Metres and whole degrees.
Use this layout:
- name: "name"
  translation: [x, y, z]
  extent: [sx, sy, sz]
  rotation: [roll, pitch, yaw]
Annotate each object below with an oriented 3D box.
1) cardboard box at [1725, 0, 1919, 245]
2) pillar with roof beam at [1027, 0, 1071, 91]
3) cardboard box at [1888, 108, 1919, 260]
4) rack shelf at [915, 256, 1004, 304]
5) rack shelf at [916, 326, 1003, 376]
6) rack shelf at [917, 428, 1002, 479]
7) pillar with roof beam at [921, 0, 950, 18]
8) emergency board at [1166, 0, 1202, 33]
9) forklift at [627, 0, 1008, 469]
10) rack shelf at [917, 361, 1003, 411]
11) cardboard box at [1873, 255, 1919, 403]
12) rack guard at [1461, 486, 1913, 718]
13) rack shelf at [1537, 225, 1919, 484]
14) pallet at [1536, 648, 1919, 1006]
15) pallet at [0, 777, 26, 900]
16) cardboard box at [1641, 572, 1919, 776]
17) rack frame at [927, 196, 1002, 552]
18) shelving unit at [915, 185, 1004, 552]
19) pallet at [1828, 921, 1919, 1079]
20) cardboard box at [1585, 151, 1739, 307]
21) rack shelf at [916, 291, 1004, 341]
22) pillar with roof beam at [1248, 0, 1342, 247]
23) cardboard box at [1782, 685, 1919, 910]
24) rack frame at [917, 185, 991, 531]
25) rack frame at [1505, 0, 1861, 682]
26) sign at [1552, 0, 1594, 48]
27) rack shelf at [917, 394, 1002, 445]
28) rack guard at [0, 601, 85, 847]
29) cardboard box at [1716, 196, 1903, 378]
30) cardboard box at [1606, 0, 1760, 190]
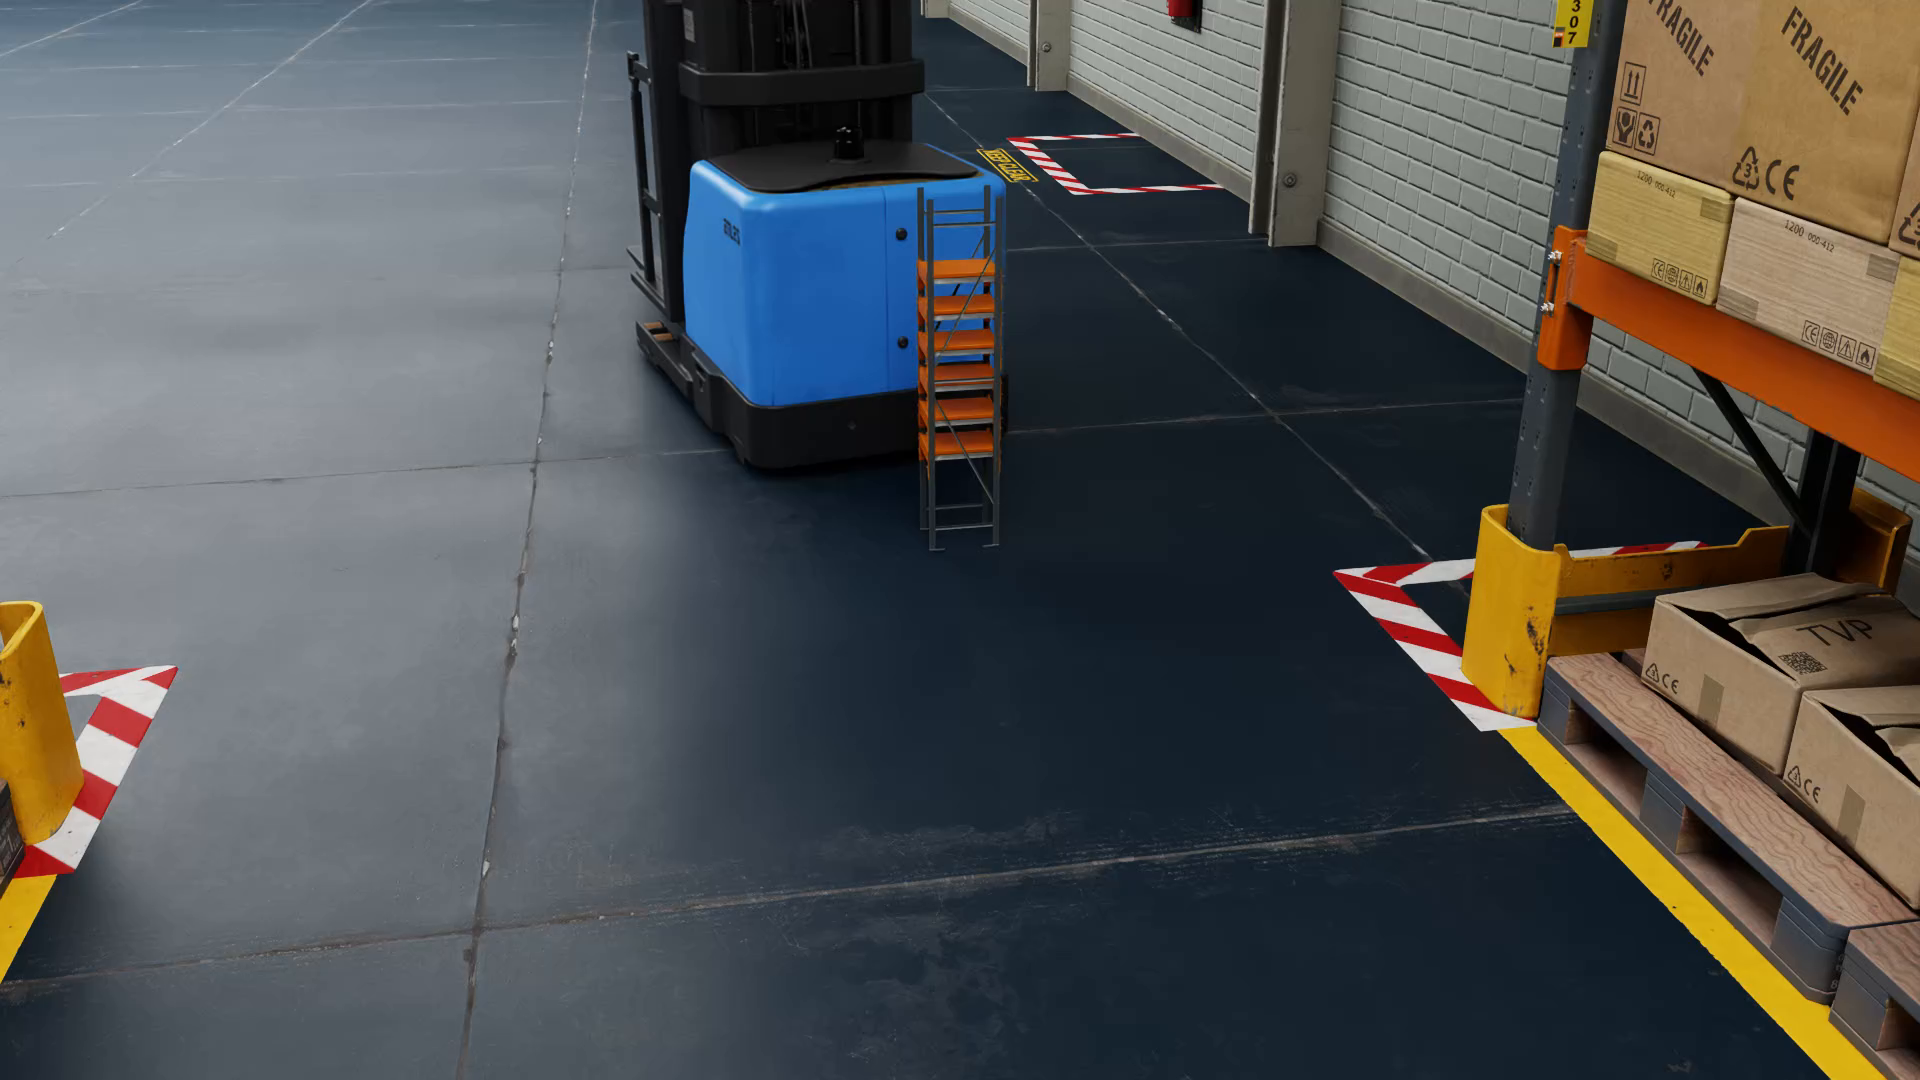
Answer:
- name: "cardboard box"
  translation: [1.924, -0.895, 3.277]
  extent: [0.500, 0.500, 0.500]
  rotation: [-4, 24, -10]
- name: "pillar with roof beam"
  translation: [-3.420, -7.956, 12.722]
  extent: [9.100, 9.000, 0.400]
  rotation: [-4, 24, -10]
- name: "cardboard box"
  translation: [2.014, -0.692, 2.811]
  extent: [0.500, 0.500, 0.500]
  rotation: [-5, 24, -11]
- name: "rack shelf"
  translation: [-0.003, -0.845, 5.397]
  extent: [0.258, 0.103, 0.180]
  rotation: [-4, 24, -10]
- name: "rack shelf"
  translation: [-0.003, -0.625, 5.493]
  extent: [0.258, 0.103, 0.180]
  rotation: [-4, 24, -10]
- name: "rack shelf"
  translation: [-0.003, -0.295, 5.637]
  extent: [0.258, 0.103, 0.180]
  rotation: [-4, 24, -10]
- name: "pillar with roof beam"
  translation: [-4.530, -10.316, 18.126]
  extent: [9.100, 9.000, 0.400]
  rotation: [-4, 24, -10]
- name: "emergency board"
  translation: [1.500, -4.140, 11.481]
  extent: [0.194, 1.169, 0.643]
  rotation: [-4, 24, -10]
- name: "forklift"
  translation: [-0.846, -2.168, 7.052]
  extent: [1.130, 2.935, 3.031]
  rotation: [-9, 25, -21]
- name: "rack shelf"
  translation: [-0.003, -0.515, 5.541]
  extent: [0.258, 0.103, 0.180]
  rotation: [-4, 24, -10]
- name: "cardboard box"
  translation: [2.026, -0.337, 2.937]
  extent: [0.500, 0.250, 0.500]
  rotation: [-5, 24, -11]
- name: "rack guard"
  translation: [2.064, 0.159, 4.761]
  extent: [1.175, 0.500, 0.348]
  rotation: [-4, 24, -10]
- name: "rack shelf"
  translation: [2.420, 0.100, 2.672]
  extent: [1.077, 0.370, 4.000]
  rotation: [-4, 24, -10]
- name: "pallet"
  translation: [2.179, 0.614, 4.081]
  extent: [1.003, 0.211, 1.213]
  rotation: [-4, 24, -10]
- name: "pallet"
  translation: [-2.635, 0.927, 3.363]
  extent: [1.003, 0.211, 1.213]
  rotation: [-4, 24, -10]
- name: "cardboard box"
  translation: [2.089, 0.293, 4.141]
  extent: [0.500, 0.311, 0.500]
  rotation: [-7, 25, -16]
- name: "rack frame"
  translation: [0.014, -0.520, 5.440]
  extent: [0.240, 1.200, 0.006]
  rotation: [-4, 24, -10]
- name: "shelving unit"
  translation: [-0.003, -0.556, 5.523]
  extent: [0.258, 1.200, 0.189]
  rotation: [-4, 24, -10]
- name: "pallet"
  translation: [2.401, 1.093, 2.985]
  extent: [1.003, 0.211, 1.213]
  rotation: [-4, 24, -10]
- name: "cardboard box"
  translation: [1.828, -0.741, 3.862]
  extent: [0.500, 0.250, 0.500]
  rotation: [-5, 24, -11]
- name: "rack shelf"
  translation: [-0.003, -0.735, 5.445]
  extent: [0.258, 0.103, 0.180]
  rotation: [-4, 24, -10]
- name: "pillar with roof beam"
  translation: [-2.311, -5.596, 7.319]
  extent: [9.100, 9.000, 0.400]
  rotation: [-4, 24, -10]
- name: "cardboard box"
  translation: [2.195, 0.517, 3.627]
  extent: [0.500, 0.311, 0.500]
  rotation: [-2, 24, -5]
- name: "rack frame"
  translation: [-0.020, -0.592, 5.605]
  extent: [0.240, 1.200, 0.006]
  rotation: [-4, 24, -10]
- name: "rack frame"
  translation: [2.050, -1.016, 4.329]
  extent: [1.000, 3.000, 0.127]
  rotation: [-4, 24, -10]
- name: "sign"
  translation: [1.517, -1.373, 4.064]
  extent: [0.100, 0.325, 0.005]
  rotation: [-4, 24, -10]
- name: "rack shelf"
  translation: [-0.003, -0.405, 5.589]
  extent: [0.258, 0.103, 0.180]
  rotation: [-4, 24, -10]
- name: "rack guard"
  translation: [-2.822, 0.488, 4.008]
  extent: [1.175, 0.500, 0.348]
  rotation: [-4, 24, -10]
- name: "cardboard box"
  translation: [1.938, -0.538, 3.397]
  extent: [0.500, 0.250, 0.500]
  rotation: [-5, 24, -11]
- name: "cardboard box"
  translation: [1.843, -1.090, 3.724]
  extent: [0.500, 0.500, 0.500]
  rotation: [-4, 24, -10]
